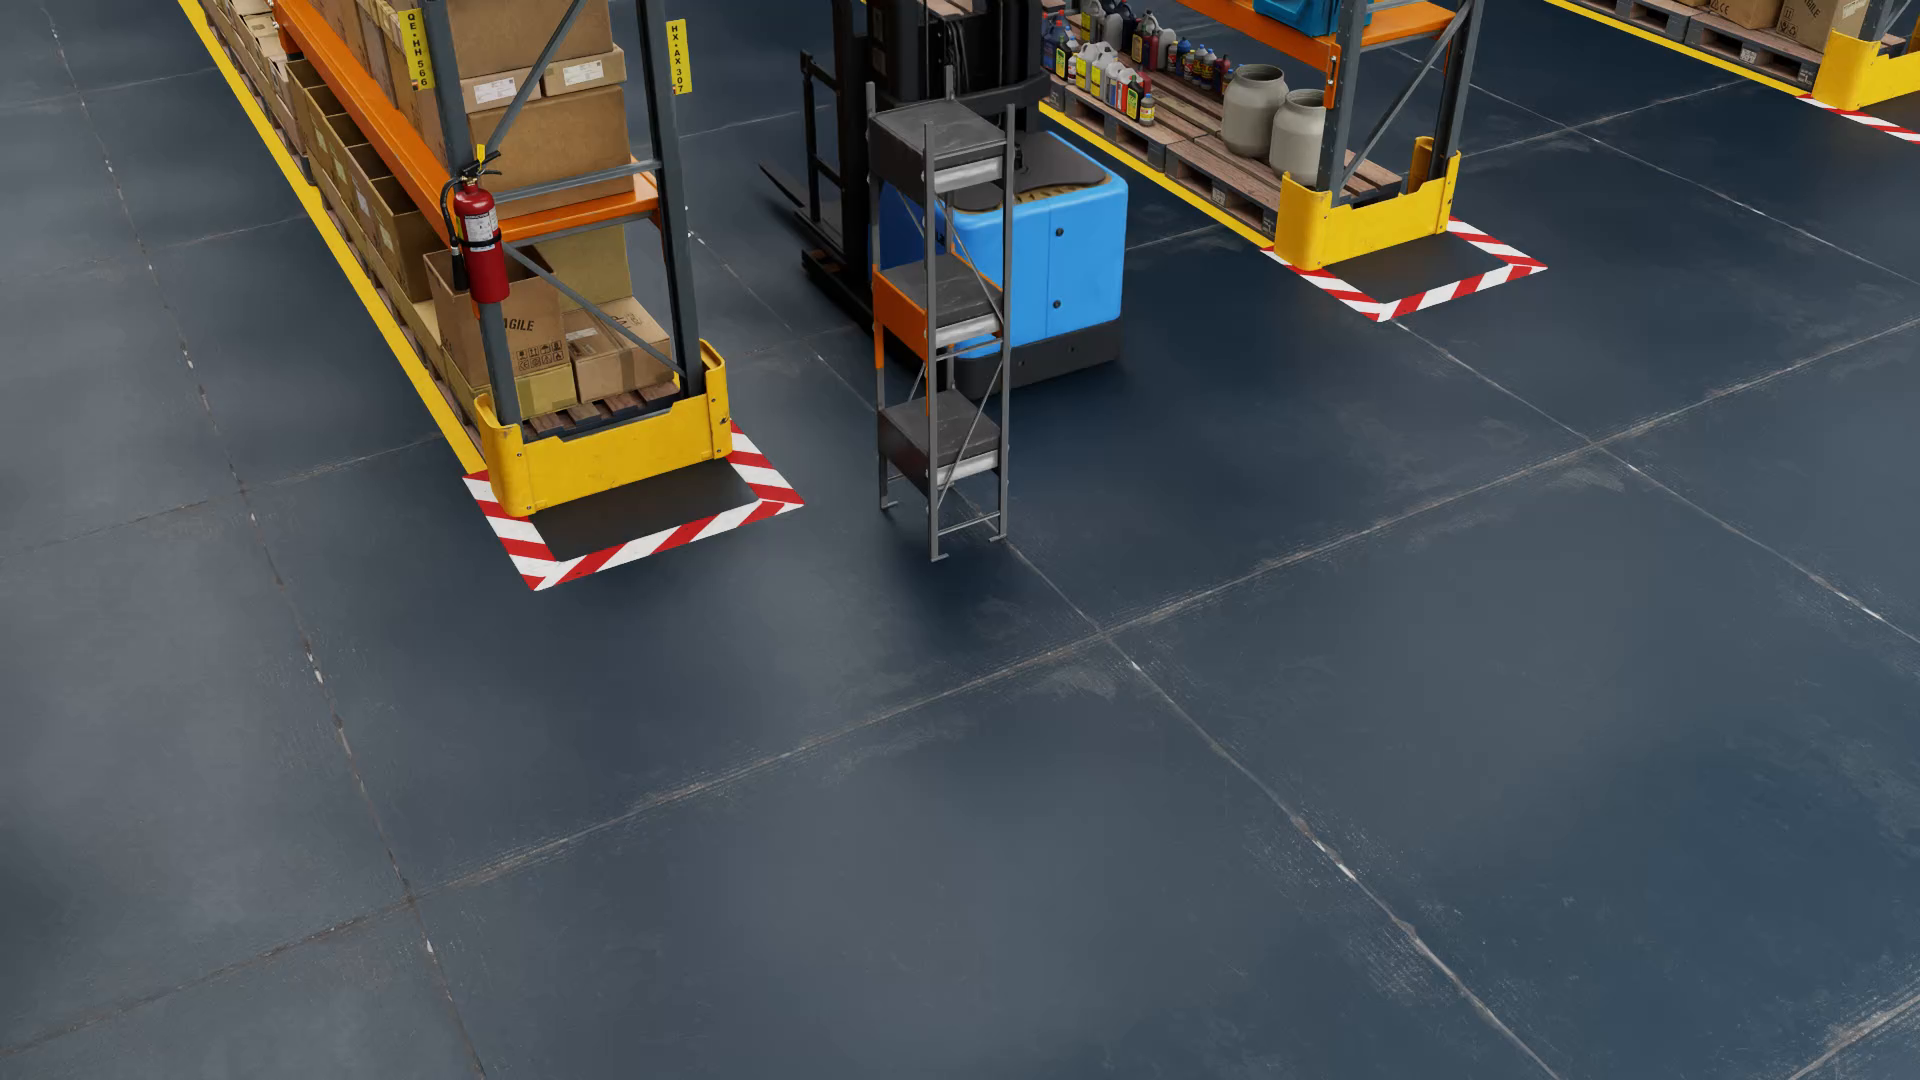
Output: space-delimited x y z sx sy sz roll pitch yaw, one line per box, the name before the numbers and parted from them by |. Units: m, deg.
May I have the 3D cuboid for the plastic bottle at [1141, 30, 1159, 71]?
plastic bottle | 1.370 -3.543 11.987 0.061 0.283 0.133 -19 40 -24

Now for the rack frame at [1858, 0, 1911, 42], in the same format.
rack frame | 6.844 -4.511 11.383 1.000 3.000 0.127 -19 40 -24

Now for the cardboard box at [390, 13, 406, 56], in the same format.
cardboard box | -2.466 -2.411 7.873 0.380 0.149 0.250 -18 40 -23

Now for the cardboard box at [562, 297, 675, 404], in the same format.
cardboard box | -1.800 -0.976 8.519 0.500 0.250 0.500 -19 40 -24

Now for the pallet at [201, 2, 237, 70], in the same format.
pallet | -5.363 -4.100 13.185 1.003 0.211 1.213 -19 40 -24

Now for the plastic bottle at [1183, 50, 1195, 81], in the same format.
plastic bottle | 1.648 -3.384 11.840 0.097 0.201 0.097 0 36 0

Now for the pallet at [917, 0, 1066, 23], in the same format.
pallet | 0.124 -4.346 13.522 1.003 0.211 1.213 -19 40 -24

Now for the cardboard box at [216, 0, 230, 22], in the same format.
cardboard box | -5.208 -4.063 12.269 0.500 0.311 0.500 -20 41 -25

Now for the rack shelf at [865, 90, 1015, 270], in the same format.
rack shelf | -0.083 -1.487 6.841 0.431 0.518 0.480 -19 40 -24

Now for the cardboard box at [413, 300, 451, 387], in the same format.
cardboard box | -2.510 -1.074 8.653 0.500 0.250 0.500 -19 40 -24

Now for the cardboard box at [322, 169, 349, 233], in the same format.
cardboard box | -3.515 -2.094 10.049 0.500 0.250 0.500 -19 40 -24

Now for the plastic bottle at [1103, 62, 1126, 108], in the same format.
plastic bottle | 1.087 -3.135 11.436 0.152 0.276 0.135 -20 41 -25

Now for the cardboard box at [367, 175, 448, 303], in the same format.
cardboard box | -2.765 -1.631 8.779 0.500 0.500 0.500 -19 40 -24

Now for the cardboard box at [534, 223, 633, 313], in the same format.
cardboard box | -2.053 -1.534 8.646 0.500 0.500 0.500 -19 40 -24

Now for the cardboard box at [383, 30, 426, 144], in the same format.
cardboard box | -2.459 -2.381 8.382 0.700 0.500 0.500 -19 40 -24

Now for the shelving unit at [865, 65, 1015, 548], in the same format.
shelving unit | -0.084 -0.933 7.248 0.431 2.100 0.499 -19 40 -24

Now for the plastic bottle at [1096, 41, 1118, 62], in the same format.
plastic bottle | 1.022 -3.370 11.757 0.152 0.276 0.135 -19 40 -24

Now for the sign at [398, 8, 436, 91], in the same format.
sign | -2.199 -1.987 6.745 0.100 0.325 0.005 -19 40 -24

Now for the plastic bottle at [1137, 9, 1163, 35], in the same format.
plastic bottle | 1.383 -3.686 12.126 0.144 0.351 0.185 -19 40 -24

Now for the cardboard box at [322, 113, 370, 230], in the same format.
cardboard box | -3.268 -2.140 9.477 0.500 0.500 0.500 -19 40 -24

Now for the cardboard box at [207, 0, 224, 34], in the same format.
cardboard box | -5.480 -4.106 12.804 0.500 0.250 0.500 -20 41 -25

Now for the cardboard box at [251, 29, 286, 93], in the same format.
cardboard box | -4.451 -3.288 11.209 0.500 0.311 0.500 -18 40 -23

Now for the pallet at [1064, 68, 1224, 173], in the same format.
pallet | 1.470 -2.980 11.651 1.003 0.211 1.213 -19 40 -24

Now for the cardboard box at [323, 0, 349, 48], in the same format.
cardboard box | -3.234 -3.166 9.457 0.700 0.500 0.500 -19 40 -24

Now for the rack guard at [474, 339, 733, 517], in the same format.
rack guard | -1.711 -0.556 8.087 1.175 0.500 0.348 -19 40 -24

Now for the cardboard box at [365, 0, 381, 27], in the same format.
cardboard box | -2.732 -2.678 8.239 0.380 0.149 0.250 -18 40 -23

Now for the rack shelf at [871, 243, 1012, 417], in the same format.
rack shelf | -0.083 -0.921 7.254 0.431 0.518 0.480 -19 40 -24

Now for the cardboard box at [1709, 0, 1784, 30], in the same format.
cardboard box | 6.215 -4.289 12.843 0.500 0.500 0.500 -9 37 -12

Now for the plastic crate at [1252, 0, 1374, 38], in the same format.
plastic crate | 2.051 -3.150 9.646 0.499 0.251 0.616 -19 40 -24

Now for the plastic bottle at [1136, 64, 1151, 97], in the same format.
plastic bottle | 1.248 -3.099 11.380 0.061 0.283 0.133 -19 40 -24

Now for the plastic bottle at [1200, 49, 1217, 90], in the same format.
plastic bottle | 1.748 -3.311 11.681 0.097 0.271 0.097 0 36 0

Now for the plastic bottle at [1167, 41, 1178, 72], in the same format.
plastic bottle | 1.544 -3.489 11.984 0.097 0.201 0.097 0 36 0

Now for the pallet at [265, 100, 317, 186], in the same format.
pallet | -4.137 -2.856 11.481 1.003 0.211 1.213 -19 40 -24

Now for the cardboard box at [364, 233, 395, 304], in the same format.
cardboard box | -3.012 -1.584 9.351 0.500 0.250 0.500 -19 40 -24

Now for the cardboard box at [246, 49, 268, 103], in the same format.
cardboard box | -4.702 -3.322 11.730 0.500 0.250 0.500 -18 40 -23

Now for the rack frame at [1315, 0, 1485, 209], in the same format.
rack frame | 2.561 -3.044 9.374 1.000 3.000 0.127 -19 40 -24

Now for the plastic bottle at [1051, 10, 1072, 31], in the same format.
plastic bottle | 0.723 -3.699 12.145 0.144 0.351 0.185 -19 40 -24

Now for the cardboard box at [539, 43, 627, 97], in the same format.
cardboard box | -1.734 -2.144 7.507 0.380 0.149 0.250 -19 40 -24

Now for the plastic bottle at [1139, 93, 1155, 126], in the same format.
plastic bottle | 1.260 -2.898 11.174 0.097 0.201 0.097 0 36 0

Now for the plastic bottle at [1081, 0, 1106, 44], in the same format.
plastic bottle | 1.000 -3.906 12.427 0.144 0.351 0.185 -19 40 -24

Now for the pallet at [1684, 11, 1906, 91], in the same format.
pallet | 6.428 -3.849 12.840 1.003 0.211 1.213 -19 40 -24

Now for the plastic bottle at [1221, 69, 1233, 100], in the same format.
plastic bottle | 1.868 -3.161 11.534 0.097 0.201 0.097 0 36 0

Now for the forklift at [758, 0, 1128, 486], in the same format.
forklift | -0.320 -2.402 8.553 1.782 2.935 4.045 -18 40 -23

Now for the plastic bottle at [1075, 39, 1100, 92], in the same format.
plastic bottle | 0.907 -3.344 11.658 0.144 0.351 0.185 -19 40 -24

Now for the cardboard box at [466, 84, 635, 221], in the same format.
cardboard box | -1.947 -1.860 7.669 0.700 0.500 0.500 -19 40 -24

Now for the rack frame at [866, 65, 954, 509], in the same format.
rack frame | -0.206 -1.057 7.417 0.400 2.100 0.015 -19 40 -24

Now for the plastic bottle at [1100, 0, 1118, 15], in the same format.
plastic bottle | 1.125 -3.948 12.486 0.144 0.351 0.185 -20 41 -25

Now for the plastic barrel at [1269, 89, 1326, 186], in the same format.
plastic barrel | 2.165 -2.521 10.412 0.421 0.512 0.421 0 36 0

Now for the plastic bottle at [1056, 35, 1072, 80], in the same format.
plastic bottle | 0.740 -3.437 11.842 0.061 0.283 0.133 -17 39 -22

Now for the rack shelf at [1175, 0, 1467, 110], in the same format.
rack shelf | 1.557 -3.773 10.983 1.077 0.370 4.000 -19 40 -24
